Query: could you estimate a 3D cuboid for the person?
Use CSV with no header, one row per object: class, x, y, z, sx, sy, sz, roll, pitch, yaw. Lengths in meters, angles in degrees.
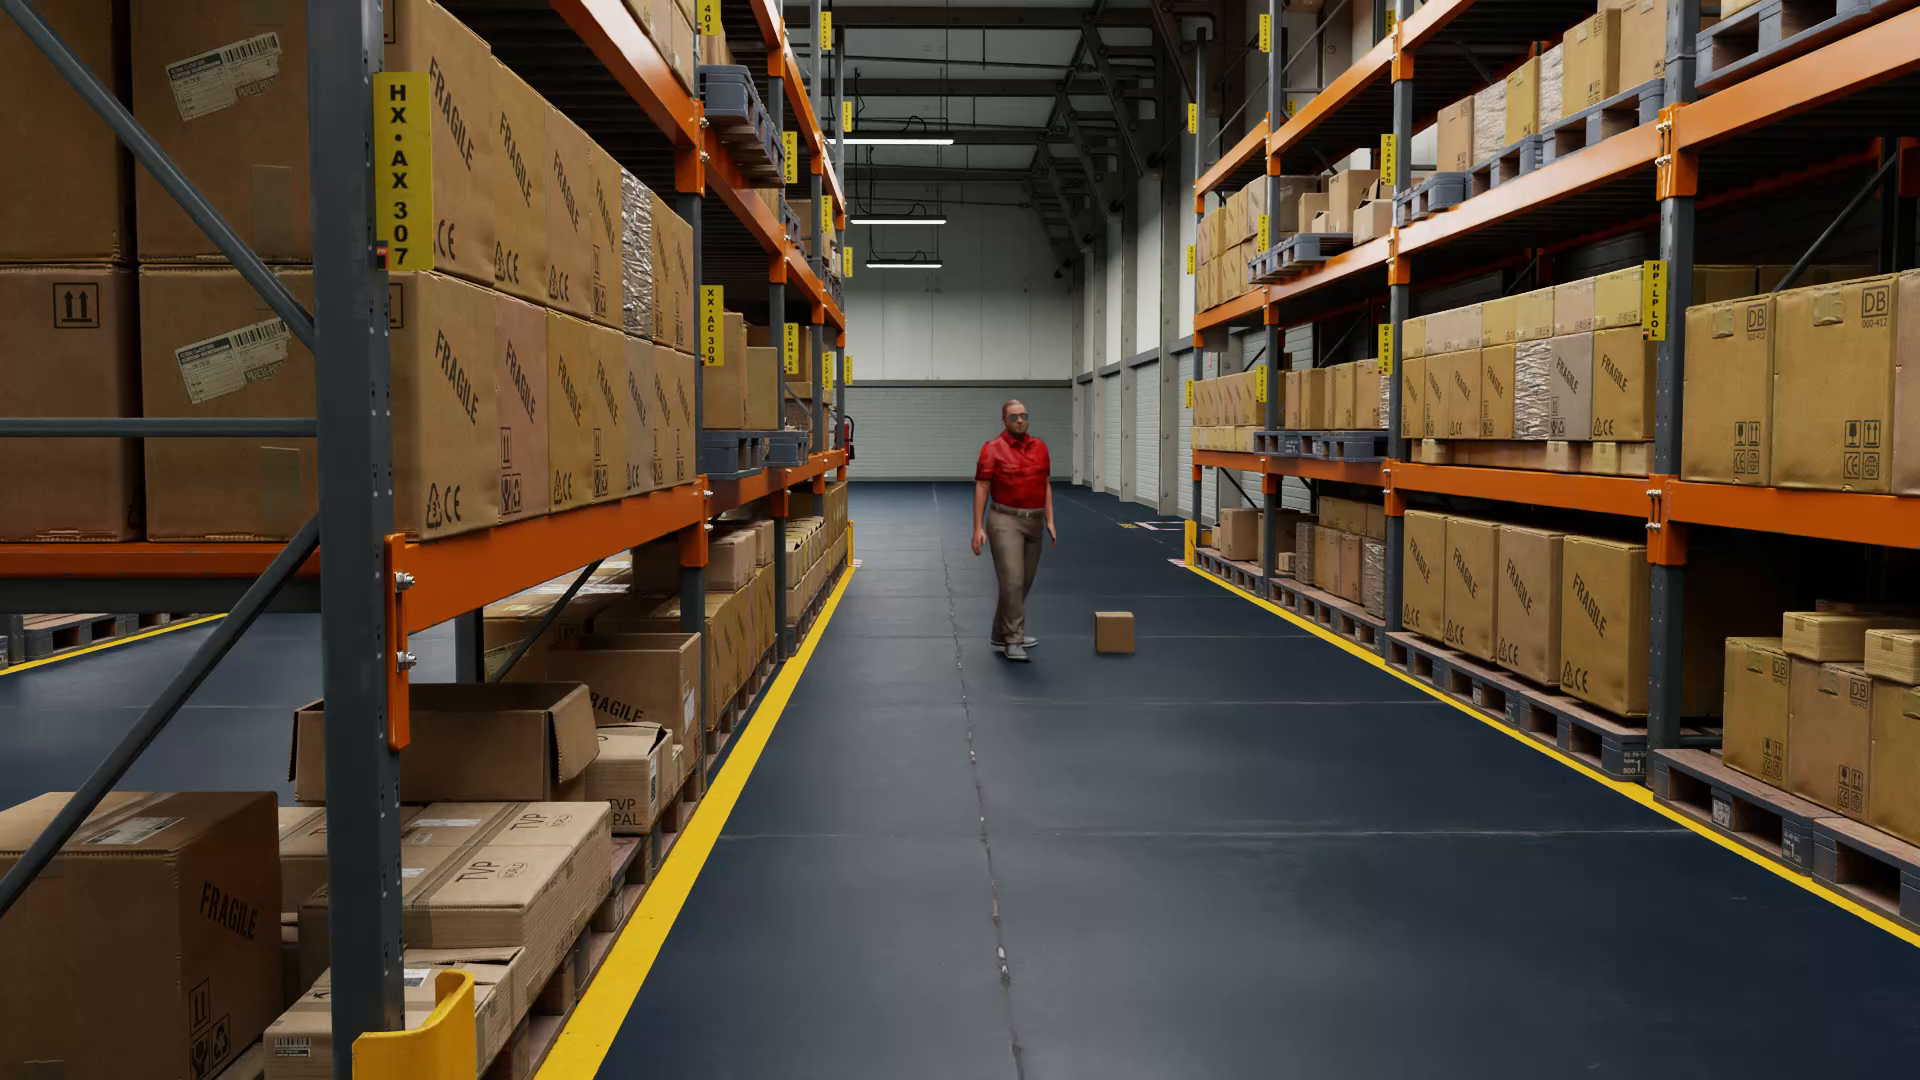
person,0.349,-0.082,11.130,0.614,1.710,0.611,-3,5,-35
